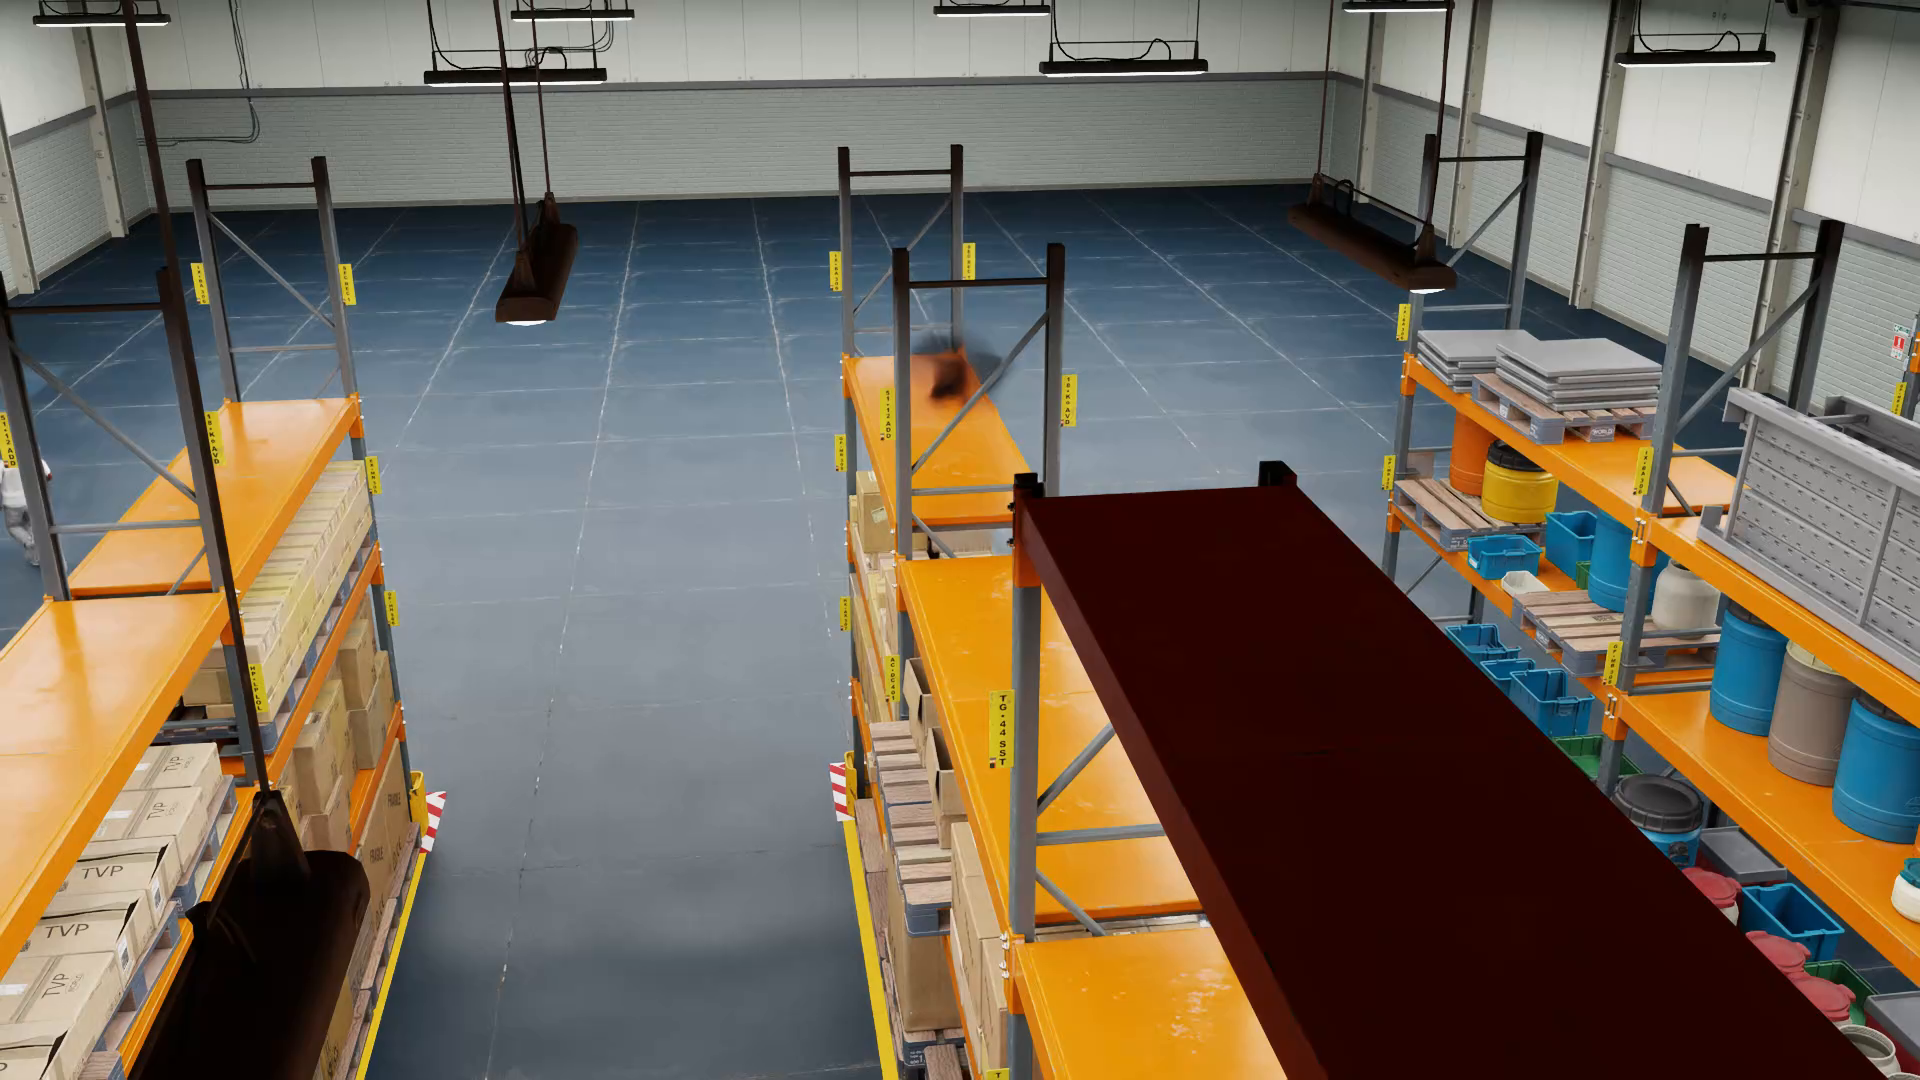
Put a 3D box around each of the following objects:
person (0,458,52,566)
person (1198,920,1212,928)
[{"bbox_3d":[-11.576,-0.482,20.547,0.612,1.726,0.736,18,28,38],"label":"person"},{"bbox_3d":[1.477,3.124,11.252,0.695,1.784,1.045,-6,22,-16],"label":"person"}]
